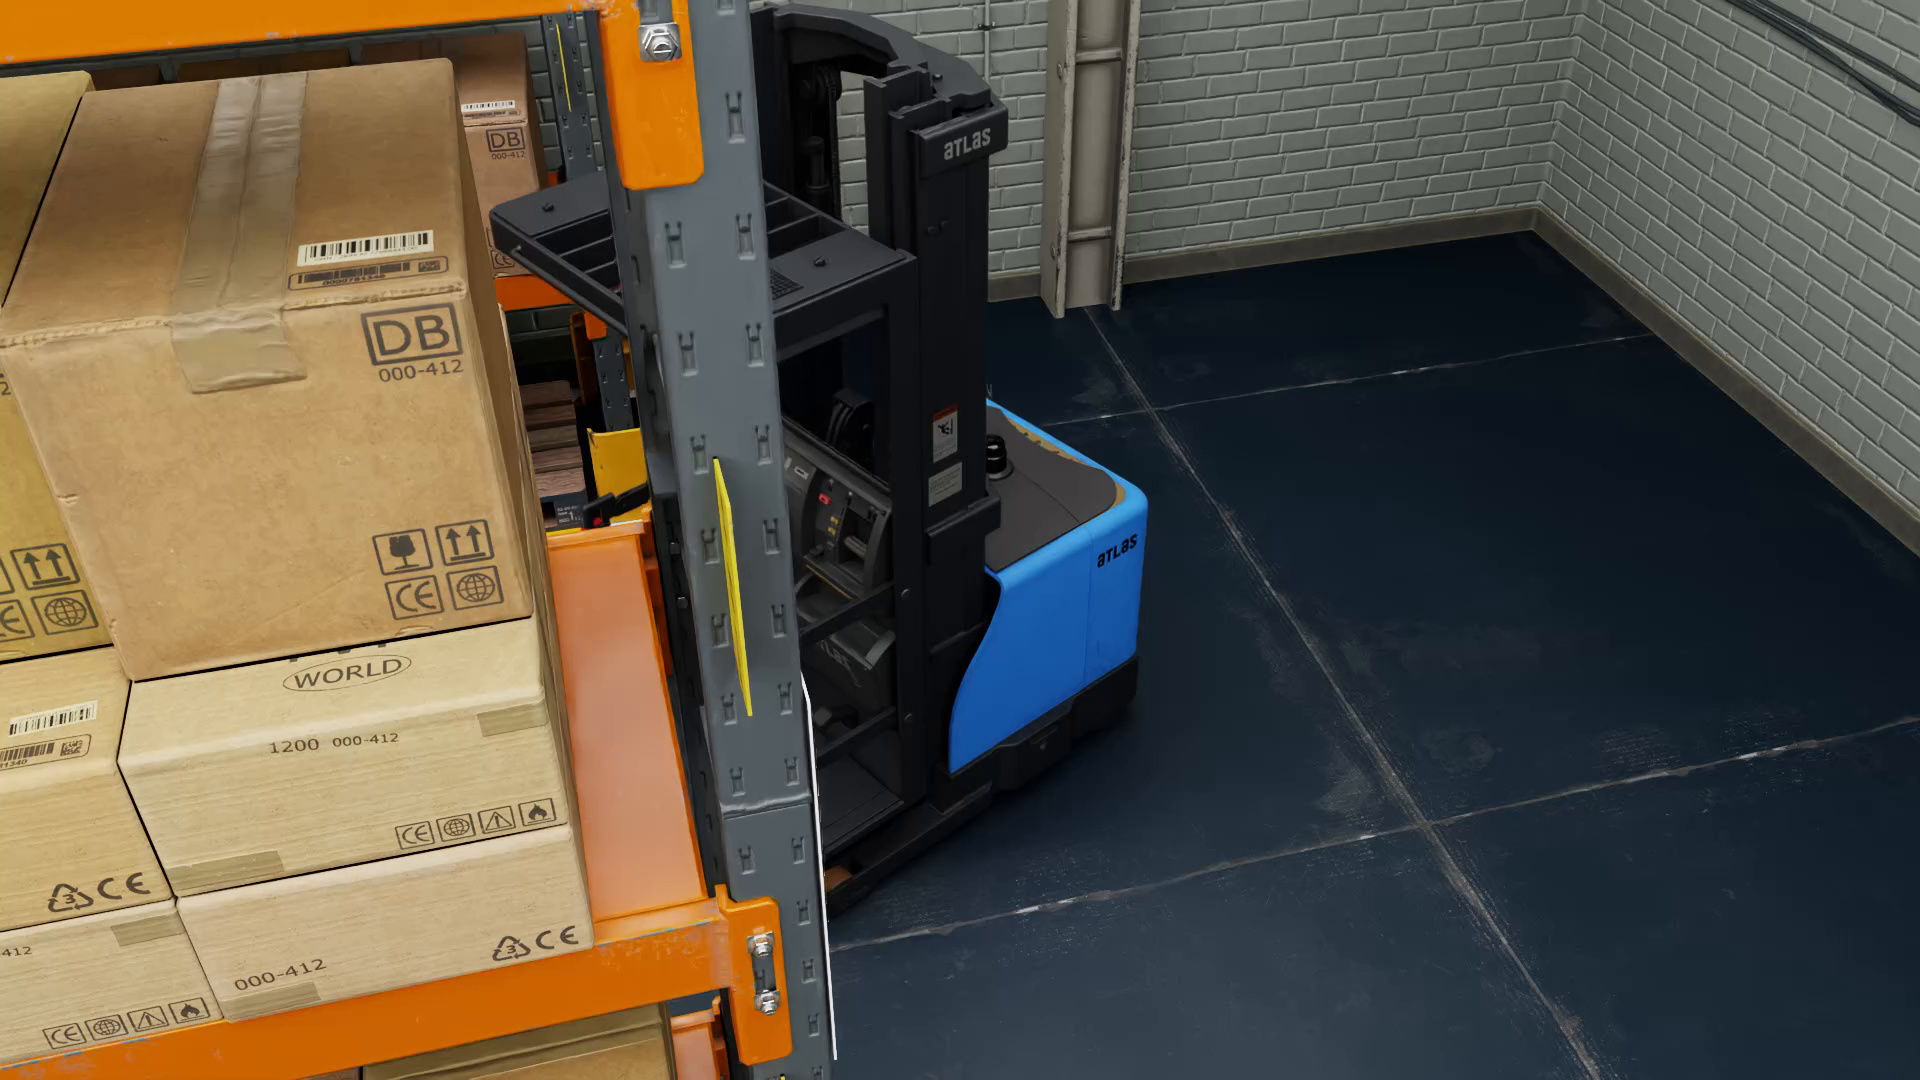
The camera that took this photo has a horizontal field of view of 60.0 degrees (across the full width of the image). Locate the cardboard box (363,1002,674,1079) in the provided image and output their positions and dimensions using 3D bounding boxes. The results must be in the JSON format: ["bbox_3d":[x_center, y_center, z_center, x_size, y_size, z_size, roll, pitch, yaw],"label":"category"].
[{"bbox_3d":[-0.756,1.071,2.976,0.500,0.500,0.500,-10,38,-12],"label":"cardboard box"}]

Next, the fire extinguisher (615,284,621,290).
[{"bbox_3d":[-1.427,-1.203,7.225,0.183,0.674,0.296,-9,38,-12],"label":"fire extinguisher"}]

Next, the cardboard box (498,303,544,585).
[{"bbox_3d":[-0.962,-0.125,2.688,0.500,0.250,0.500,-9,38,-12],"label":"cardboard box"}]

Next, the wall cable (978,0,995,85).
[{"bbox_3d":[-0.704,-2.790,8.092,1.851,1.984,0.084,-9,38,-12],"label":"wall cable"}]

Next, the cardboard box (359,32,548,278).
[{"bbox_3d":[-2.183,-1.661,7.206,0.700,0.700,0.980,-8,38,-10],"label":"cardboard box"}]

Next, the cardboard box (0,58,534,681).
[{"bbox_3d":[-0.890,-0.261,2.248,0.500,0.500,0.700,-9,38,-12],"label":"cardboard box"}]

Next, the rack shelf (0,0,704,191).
[{"bbox_3d":[-2.329,-0.503,1.595,4.000,0.370,1.077,-9,38,-12],"label":"rack shelf"}]

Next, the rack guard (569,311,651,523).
[{"bbox_3d":[-1.670,-0.640,8.175,0.348,0.500,1.175,-9,38,-12],"label":"rack guard"}]

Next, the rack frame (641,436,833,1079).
[{"bbox_3d":[-0.398,1.276,3.613,0.127,3.000,1.000,-9,38,-12],"label":"rack frame"}]

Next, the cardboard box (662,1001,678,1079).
[{"bbox_3d":[-0.895,1.152,3.693,0.500,0.500,0.500,-9,38,-11],"label":"cardboard box"}]

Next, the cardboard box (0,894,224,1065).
[{"bbox_3d":[-1.311,0.453,2.343,0.500,0.250,0.500,-9,38,-12],"label":"cardboard box"}]

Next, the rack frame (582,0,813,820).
[{"bbox_3d":[-0.398,-1.106,1.790,0.127,3.000,1.000,-9,38,-12],"label":"rack frame"}]

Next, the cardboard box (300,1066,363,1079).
[{"bbox_3d":[-1.244,1.152,2.870,0.500,0.500,0.500,-8,38,-11],"label":"cardboard box"}]

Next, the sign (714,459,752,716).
[{"bbox_3d":[-0.273,0.062,2.003,0.005,0.325,0.100,-9,38,-12],"label":"sign"}]

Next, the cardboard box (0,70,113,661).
[{"bbox_3d":[-1.395,-0.231,2.210,0.500,0.500,0.700,-9,38,-12],"label":"cardboard box"}]

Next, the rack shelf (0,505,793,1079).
[{"bbox_3d":[-2.329,0.687,2.506,4.000,0.370,1.077,-9,38,-12],"label":"rack shelf"}]

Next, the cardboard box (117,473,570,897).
[{"bbox_3d":[-0.828,0.177,2.293,0.500,0.250,0.500,-9,38,-12],"label":"cardboard box"}]

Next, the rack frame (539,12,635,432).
[{"bbox_3d":[-1.693,-1.629,7.410,0.127,3.000,1.000,-9,38,-12],"label":"rack frame"}]

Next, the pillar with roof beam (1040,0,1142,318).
[{"bbox_3d":[1.810,-2.421,3.509,0.400,9.000,9.100,-9,38,-12],"label":"pillar with roof beam"}]

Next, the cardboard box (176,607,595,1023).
[{"bbox_3d":[-0.825,0.381,2.438,0.500,0.250,0.500,-9,38,-12],"label":"cardboard box"}]

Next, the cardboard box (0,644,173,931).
[{"bbox_3d":[-1.310,0.256,2.189,0.500,0.250,0.500,-9,38,-12],"label":"cardboard box"}]

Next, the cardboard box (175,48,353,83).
[{"bbox_3d":[-2.883,-1.539,7.047,0.700,0.700,0.980,-10,38,-12],"label":"cardboard box"}]

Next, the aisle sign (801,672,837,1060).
[{"bbox_3d":[-0.252,0.413,2.602,0.004,0.787,0.394,-9,38,-12],"label":"aisle sign"}]

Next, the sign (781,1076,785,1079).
[{"bbox_3d":[-0.273,1.020,2.735,0.005,0.325,0.100,-9,38,-12],"label":"sign"}]

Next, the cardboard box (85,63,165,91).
[{"bbox_3d":[-3.621,-1.424,6.896,0.700,0.700,0.980,-11,39,-14],"label":"cardboard box"}]

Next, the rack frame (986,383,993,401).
[{"bbox_3d":[0.106,-0.375,7.499,0.006,0.900,0.240,-9,38,-12],"label":"rack frame"}]

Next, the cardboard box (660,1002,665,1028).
[{"bbox_3d":[-0.895,0.755,3.389,0.500,0.500,0.500,-8,38,-11],"label":"cardboard box"}]

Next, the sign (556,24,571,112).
[{"bbox_3d":[-1.565,-1.862,6.568,0.005,0.325,0.100,-9,38,-12],"label":"sign"}]

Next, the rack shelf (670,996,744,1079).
[{"bbox_3d":[-2.329,1.879,3.417,4.000,0.370,1.077,-9,38,-12],"label":"rack shelf"}]

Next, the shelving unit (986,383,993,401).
[{"bbox_3d":[0.008,-0.359,7.478,0.210,0.900,0.258,-9,38,-12],"label":"shelving unit"}]

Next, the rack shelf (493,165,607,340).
[{"bbox_3d":[-3.624,-1.026,7.215,4.000,0.370,1.077,-9,38,-12],"label":"rack shelf"}]

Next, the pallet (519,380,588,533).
[{"bbox_3d":[-2.445,-0.349,8.032,1.213,0.211,1.003,-9,38,-12],"label":"pallet"}]

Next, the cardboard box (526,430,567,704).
[{"bbox_3d":[-0.960,0.077,2.835,0.500,0.250,0.500,-9,38,-12],"label":"cardboard box"}]

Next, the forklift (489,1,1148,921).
[{"bbox_3d":[-0.711,-0.104,5.474,3.031,2.935,1.130,-29,46,-32],"label":"forklift"}]
